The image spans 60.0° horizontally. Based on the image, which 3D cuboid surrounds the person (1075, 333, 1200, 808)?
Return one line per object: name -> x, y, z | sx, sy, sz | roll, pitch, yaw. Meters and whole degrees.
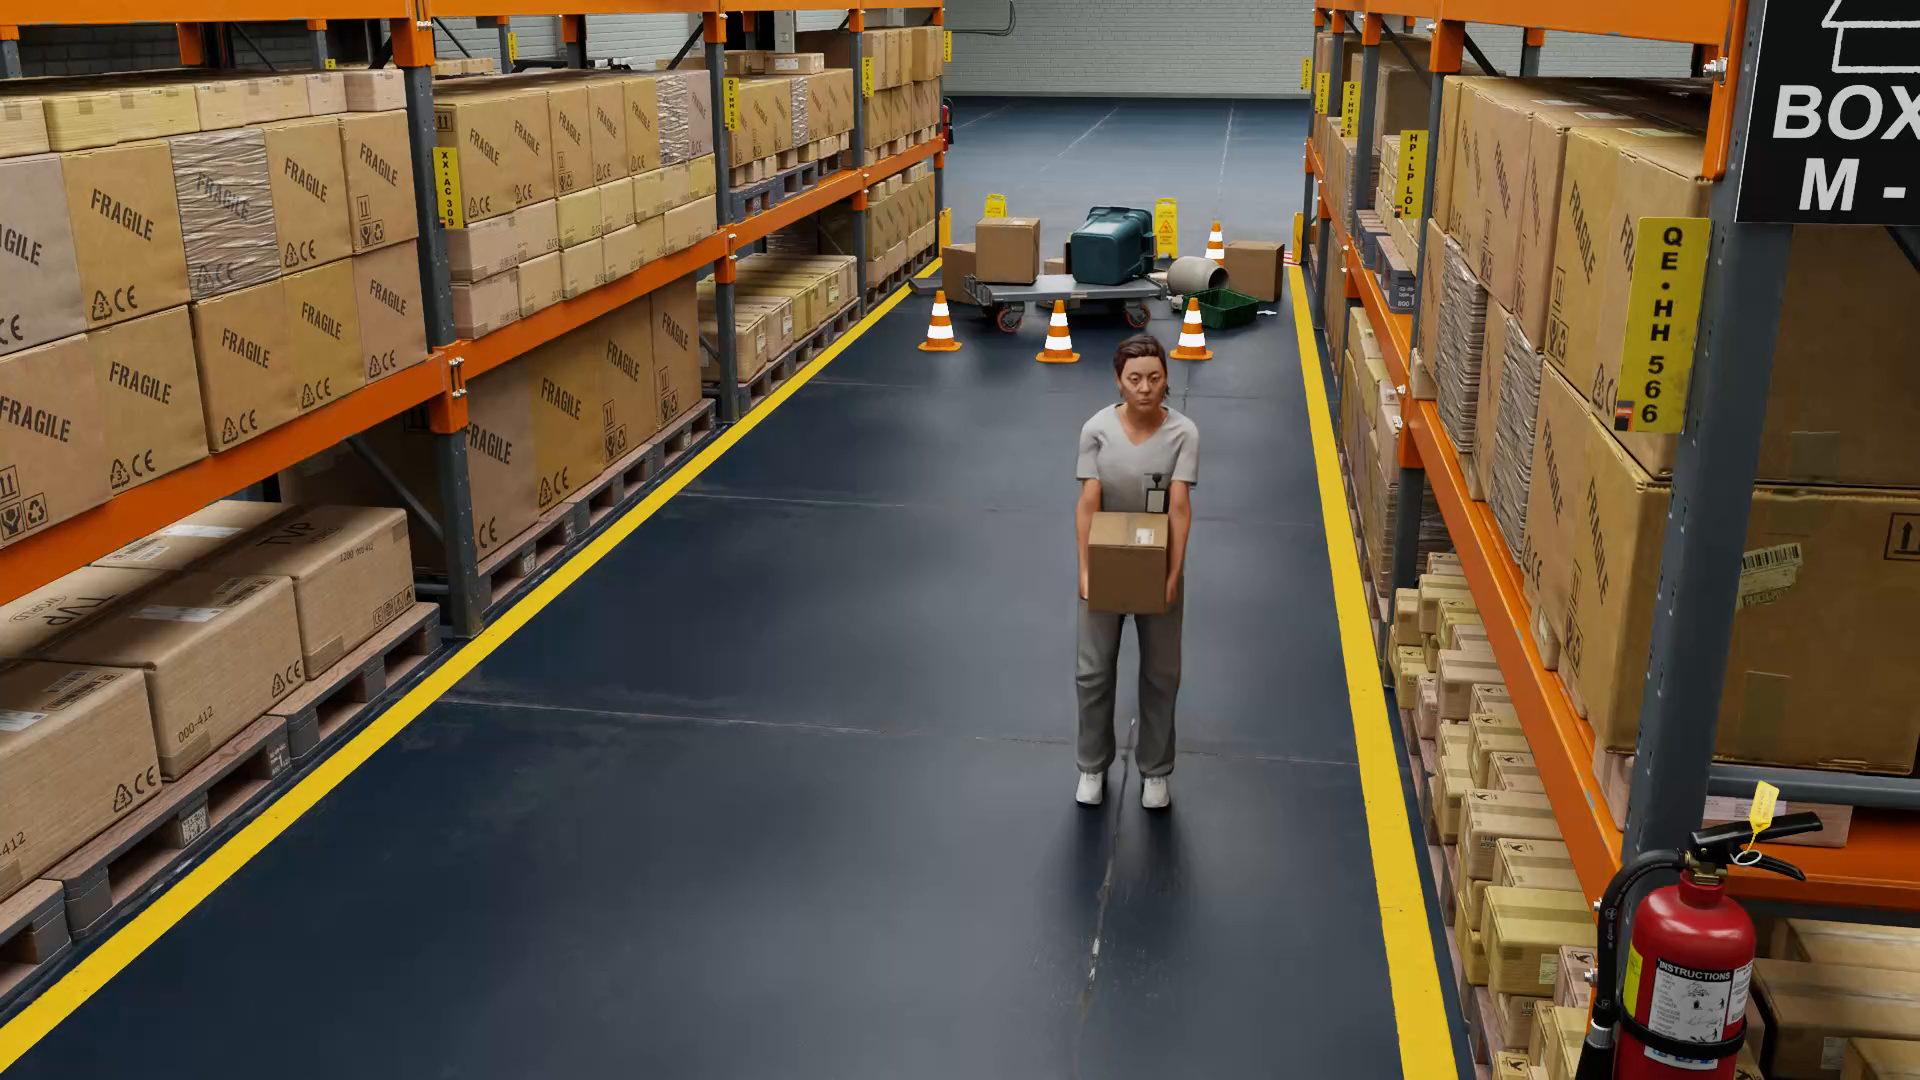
person -> 0.589, 0.137, 5.661 | 0.411, 1.666, 0.505 | 3, 18, 8
